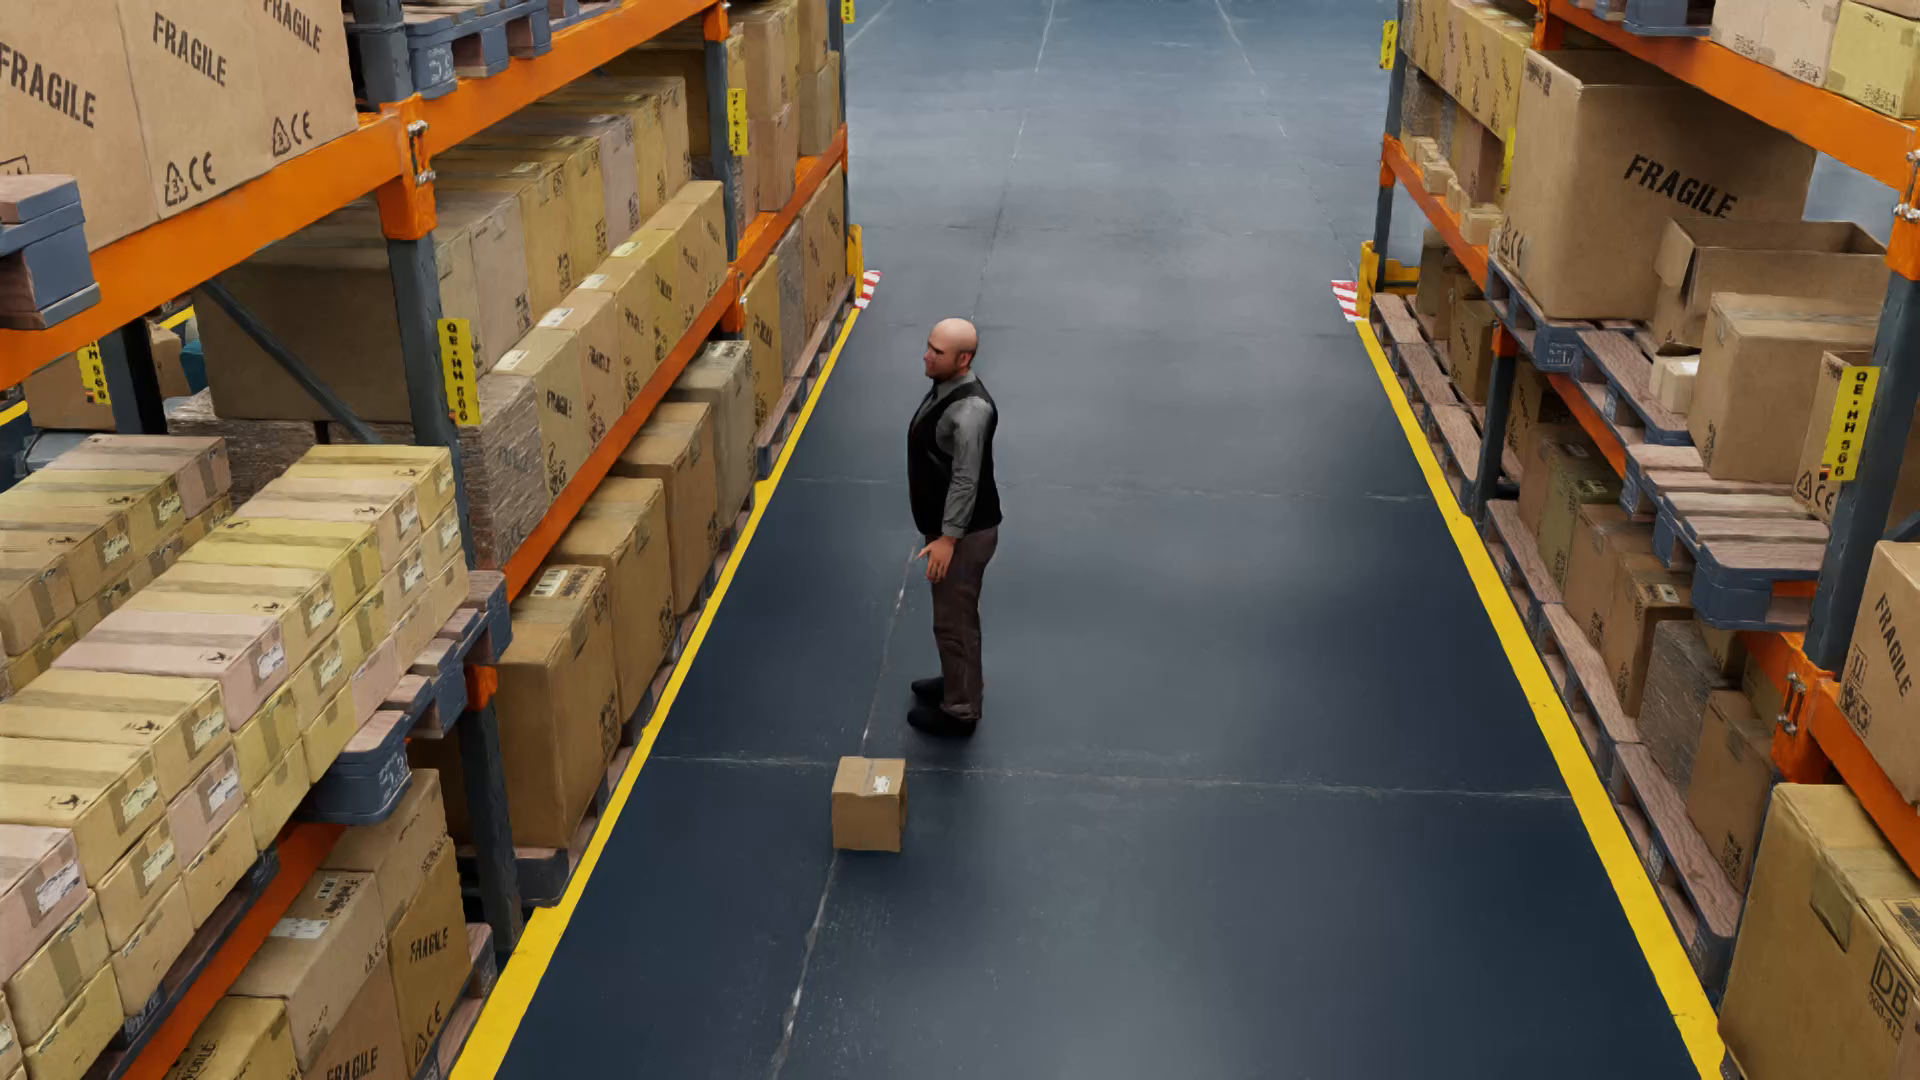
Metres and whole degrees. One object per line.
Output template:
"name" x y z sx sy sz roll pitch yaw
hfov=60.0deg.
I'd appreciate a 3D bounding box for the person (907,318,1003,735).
"person" -0.038 -0.051 6.690 0.390 1.732 0.582 -3 25 -7
